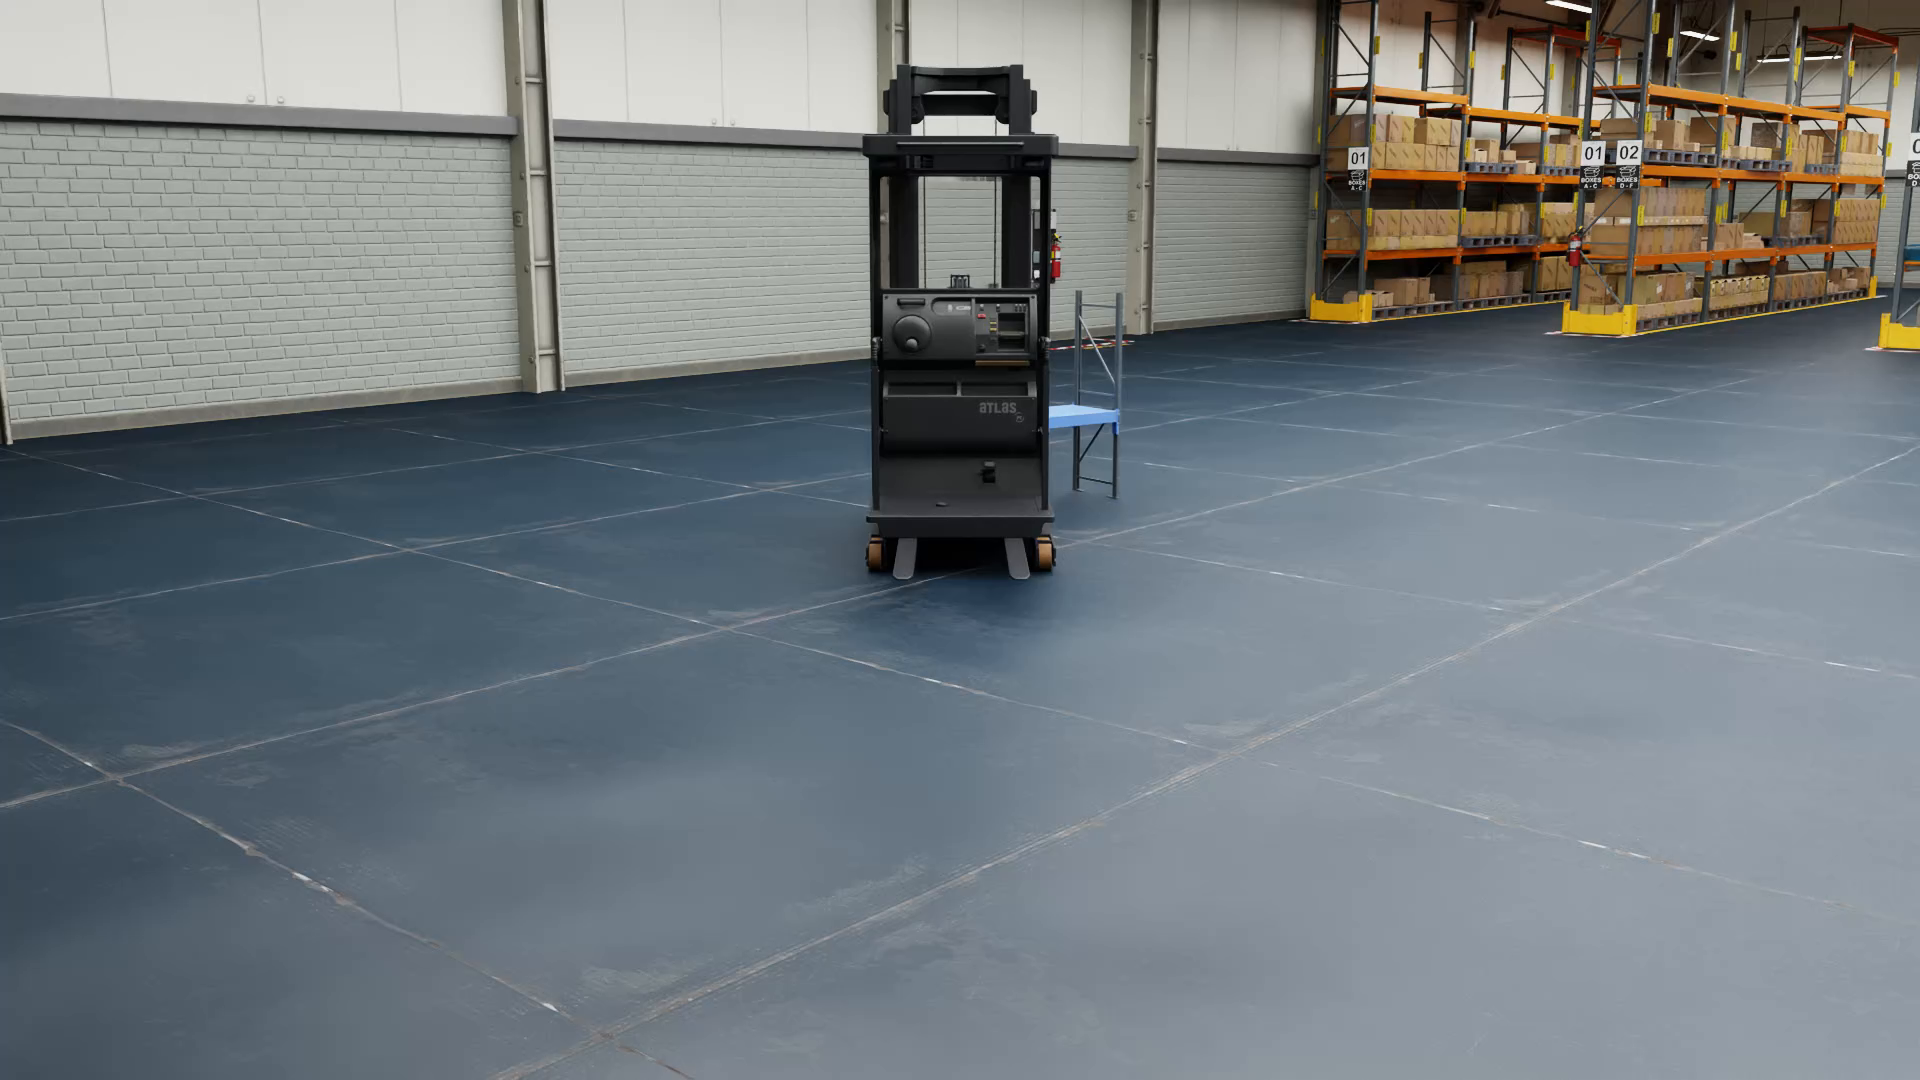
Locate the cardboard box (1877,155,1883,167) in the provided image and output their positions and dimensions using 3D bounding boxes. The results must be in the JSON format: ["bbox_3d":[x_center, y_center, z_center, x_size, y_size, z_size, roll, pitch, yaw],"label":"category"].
[{"bbox_3d":[21.335,-8.899,39.057,0.500,0.250,0.500,10,15,40],"label":"cardboard box"}]

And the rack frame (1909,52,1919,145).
[{"bbox_3d":[14.639,-7.312,24.346,1.000,3.000,0.127,10,15,40],"label":"rack frame"}]

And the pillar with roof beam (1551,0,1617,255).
[{"bbox_3d":[18.165,-10.017,37.887,9.100,9.000,0.548,10,15,40],"label":"pillar with roof beam"}]

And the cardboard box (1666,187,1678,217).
[{"bbox_3d":[12.280,-5.997,29.512,0.700,0.500,0.500,10,15,40],"label":"cardboard box"}]

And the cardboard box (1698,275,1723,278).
[{"bbox_3d":[14.957,-5.129,33.246,0.500,0.311,0.500,9,15,39],"label":"cardboard box"}]

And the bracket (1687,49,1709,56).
[{"bbox_3d":[20.607,-13.498,46.127,0.076,0.066,3.189,10,15,40],"label":"bracket"}]

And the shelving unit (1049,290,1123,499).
[{"bbox_3d":[0.602,-1.020,11.991,1.048,1.500,0.538,-8,14,-35],"label":"shelving unit"}]

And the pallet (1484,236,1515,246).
[{"bbox_3d":[11.203,-6.437,35.773,1.003,0.211,1.213,10,15,40],"label":"pallet"}]

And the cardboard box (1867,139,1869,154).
[{"bbox_3d":[20.762,-9.235,38.824,0.700,0.500,0.500,10,15,40],"label":"cardboard box"}]

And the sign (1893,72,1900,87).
[{"bbox_3d":[21.886,-10.768,38.859,0.100,0.325,0.005,10,15,40],"label":"sign"}]

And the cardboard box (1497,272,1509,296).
[{"bbox_3d":[11.615,-5.645,36.573,0.700,0.500,0.500,10,15,40],"label":"cardboard box"}]

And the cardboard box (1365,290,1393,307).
[{"bbox_3d":[8.098,-4.722,32.438,0.500,0.311,0.500,-11,15,-43],"label":"cardboard box"}]

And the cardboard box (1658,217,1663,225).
[{"bbox_3d":[12.022,-5.560,28.980,0.380,0.149,0.250,9,14,38],"label":"cardboard box"}]

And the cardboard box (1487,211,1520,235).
[{"bbox_3d":[11.827,-6.937,36.404,0.700,0.500,0.500,8,14,35],"label":"cardboard box"}]

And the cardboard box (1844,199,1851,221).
[{"bbox_3d":[19.705,-7.425,37.419,0.500,0.500,0.500,9,15,39],"label":"cardboard box"}]

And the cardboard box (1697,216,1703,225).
[{"bbox_3d":[13.378,-5.863,30.496,0.380,0.149,0.250,9,15,39],"label":"cardboard box"}]

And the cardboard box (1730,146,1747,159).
[{"bbox_3d":[14.870,-7.476,32.137,0.500,0.250,0.500,8,14,36],"label":"cardboard box"}]

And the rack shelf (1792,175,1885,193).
[{"bbox_3d":[20.163,-8.189,38.232,1.077,0.370,4.000,10,15,40],"label":"rack shelf"}]

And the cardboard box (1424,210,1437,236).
[{"bbox_3d":[9.093,-6.287,32.948,0.500,0.500,0.500,9,15,39],"label":"cardboard box"}]

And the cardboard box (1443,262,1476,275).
[{"bbox_3d":[10.600,-5.773,35.301,0.500,0.250,0.500,9,15,39],"label":"cardboard box"}]

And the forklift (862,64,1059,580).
[{"bbox_3d":[0.002,-1.315,9.811,1.130,2.935,3.031,0,11,0],"label":"forklift"}]

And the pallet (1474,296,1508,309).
[{"bbox_3d":[11.156,-5.167,36.043,1.003,0.211,1.213,10,15,40],"label":"pallet"}]

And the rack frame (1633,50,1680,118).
[{"bbox_3d":[17.759,-10.947,42.545,1.000,3.000,0.127,10,15,40],"label":"rack frame"}]

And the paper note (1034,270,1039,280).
[{"bbox_3d":[1.221,-4.175,26.207,0.016,0.148,0.142,10,15,40],"label":"paper note"}]

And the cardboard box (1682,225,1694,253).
[{"bbox_3d":[12.930,-5.504,30.355,0.700,0.500,0.500,10,15,40],"label":"cardboard box"}]

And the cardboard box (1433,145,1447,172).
[{"bbox_3d":[9.347,-7.590,33.091,0.500,0.500,0.500,8,14,36],"label":"cardboard box"}]

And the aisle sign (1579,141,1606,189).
[{"bbox_3d":[10.657,-6.314,28.029,0.394,0.787,0.004,10,15,40],"label":"aisle sign"}]

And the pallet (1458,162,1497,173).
[{"bbox_3d":[10.326,-7.696,34.403,1.213,0.211,1.003,10,15,40],"label":"pallet"}]

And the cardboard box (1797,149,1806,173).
[{"bbox_3d":[17.145,-7.928,34.834,0.910,0.500,0.500,10,15,40],"label":"cardboard box"}]

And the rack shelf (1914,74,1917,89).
[{"bbox_3d":[15.960,-7.057,25.928,1.077,0.370,4.000,10,15,40],"label":"rack shelf"}]

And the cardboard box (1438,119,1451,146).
[{"bbox_3d":[9.355,-8.068,32.932,0.500,0.500,0.500,11,16,43],"label":"cardboard box"}]

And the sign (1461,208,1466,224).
[{"bbox_3d":[10.251,-6.595,33.862,0.100,0.325,0.005,10,15,40],"label":"sign"}]

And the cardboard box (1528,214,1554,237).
[{"bbox_3d":[12.991,-7.071,37.390,0.500,0.500,0.500,10,15,42],"label":"cardboard box"}]

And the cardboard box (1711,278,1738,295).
[{"bbox_3d":[14.697,-4.910,32.153,0.500,0.311,0.500,9,14,38],"label":"cardboard box"}]

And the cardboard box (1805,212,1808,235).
[{"bbox_3d":[17.955,-6.882,36.179,0.500,0.500,0.700,-9,15,-39],"label":"cardboard box"}]

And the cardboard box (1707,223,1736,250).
[{"bbox_3d":[14.759,-5.911,32.391,0.500,0.500,0.500,10,15,40],"label":"cardboard box"}]

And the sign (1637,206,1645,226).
[{"bbox_3d":[11.334,-5.402,27.686,0.100,0.325,0.005,10,15,40],"label":"sign"}]

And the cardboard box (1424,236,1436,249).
[{"bbox_3d":[9.098,-5.919,33.018,0.500,0.250,0.500,10,15,40],"label":"cardboard box"}]

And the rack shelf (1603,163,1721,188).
[{"bbox_3d":[12.241,-6.424,29.392,1.077,0.370,4.000,10,15,40],"label":"rack shelf"}]

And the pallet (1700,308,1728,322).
[{"bbox_3d":[14.019,-4.346,31.930,1.003,0.211,1.213,10,15,40],"label":"pallet"}]

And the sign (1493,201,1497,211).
[{"bbox_3d":[12.059,-7.467,37.483,0.100,0.325,0.005,10,15,40],"label":"sign"}]

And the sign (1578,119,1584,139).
[{"bbox_3d":[10.523,-6.950,28.131,0.100,0.325,0.005,10,15,40],"label":"sign"}]

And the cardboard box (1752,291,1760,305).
[{"bbox_3d":[15.700,-4.861,33.336,0.500,0.250,0.500,10,15,40],"label":"cardboard box"}]

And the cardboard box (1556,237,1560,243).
[{"bbox_3d":[13.520,-6.890,38.137,0.380,0.149,0.250,10,15,42],"label":"cardboard box"}]

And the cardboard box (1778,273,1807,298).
[{"bbox_3d":[17.734,-5.436,35.531,0.500,0.500,0.500,9,14,38],"label":"cardboard box"}]

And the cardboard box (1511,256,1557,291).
[{"bbox_3d":[13.062,-6.071,37.865,0.750,0.750,0.750,10,15,40],"label":"cardboard box"}]

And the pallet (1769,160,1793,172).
[{"bbox_3d":[15.821,-7.455,33.202,1.213,0.211,1.003,11,16,43],"label":"pallet"}]

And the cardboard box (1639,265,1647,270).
[{"bbox_3d":[17.042,-6.796,42.387,0.700,0.500,0.500,10,15,40],"label":"cardboard box"}]

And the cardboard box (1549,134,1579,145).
[{"bbox_3d":[14.086,-9.324,38.786,0.500,0.250,0.500,9,15,39],"label":"cardboard box"}]

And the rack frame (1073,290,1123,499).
[{"bbox_3d":[1.014,-1.079,12.283,0.032,1.500,0.500,-8,14,-35],"label":"rack frame"}]

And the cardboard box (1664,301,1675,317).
[{"bbox_3d":[12.434,-4.139,29.725,0.500,0.250,0.500,10,15,40],"label":"cardboard box"}]

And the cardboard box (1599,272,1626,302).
[{"bbox_3d":[11.701,-4.503,29.631,0.500,0.500,0.500,10,15,40],"label":"cardboard box"}]

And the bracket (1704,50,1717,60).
[{"bbox_3d":[20.997,-13.585,46.562,0.235,0.232,0.430,10,15,40],"label":"bracket"}]

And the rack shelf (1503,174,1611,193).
[{"bbox_3d":[13.799,-8.241,38.489,1.077,0.370,4.000,10,15,40],"label":"rack shelf"}]

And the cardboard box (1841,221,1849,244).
[{"bbox_3d":[19.719,-6.941,37.550,0.500,0.500,0.500,10,15,41],"label":"cardboard box"}]
